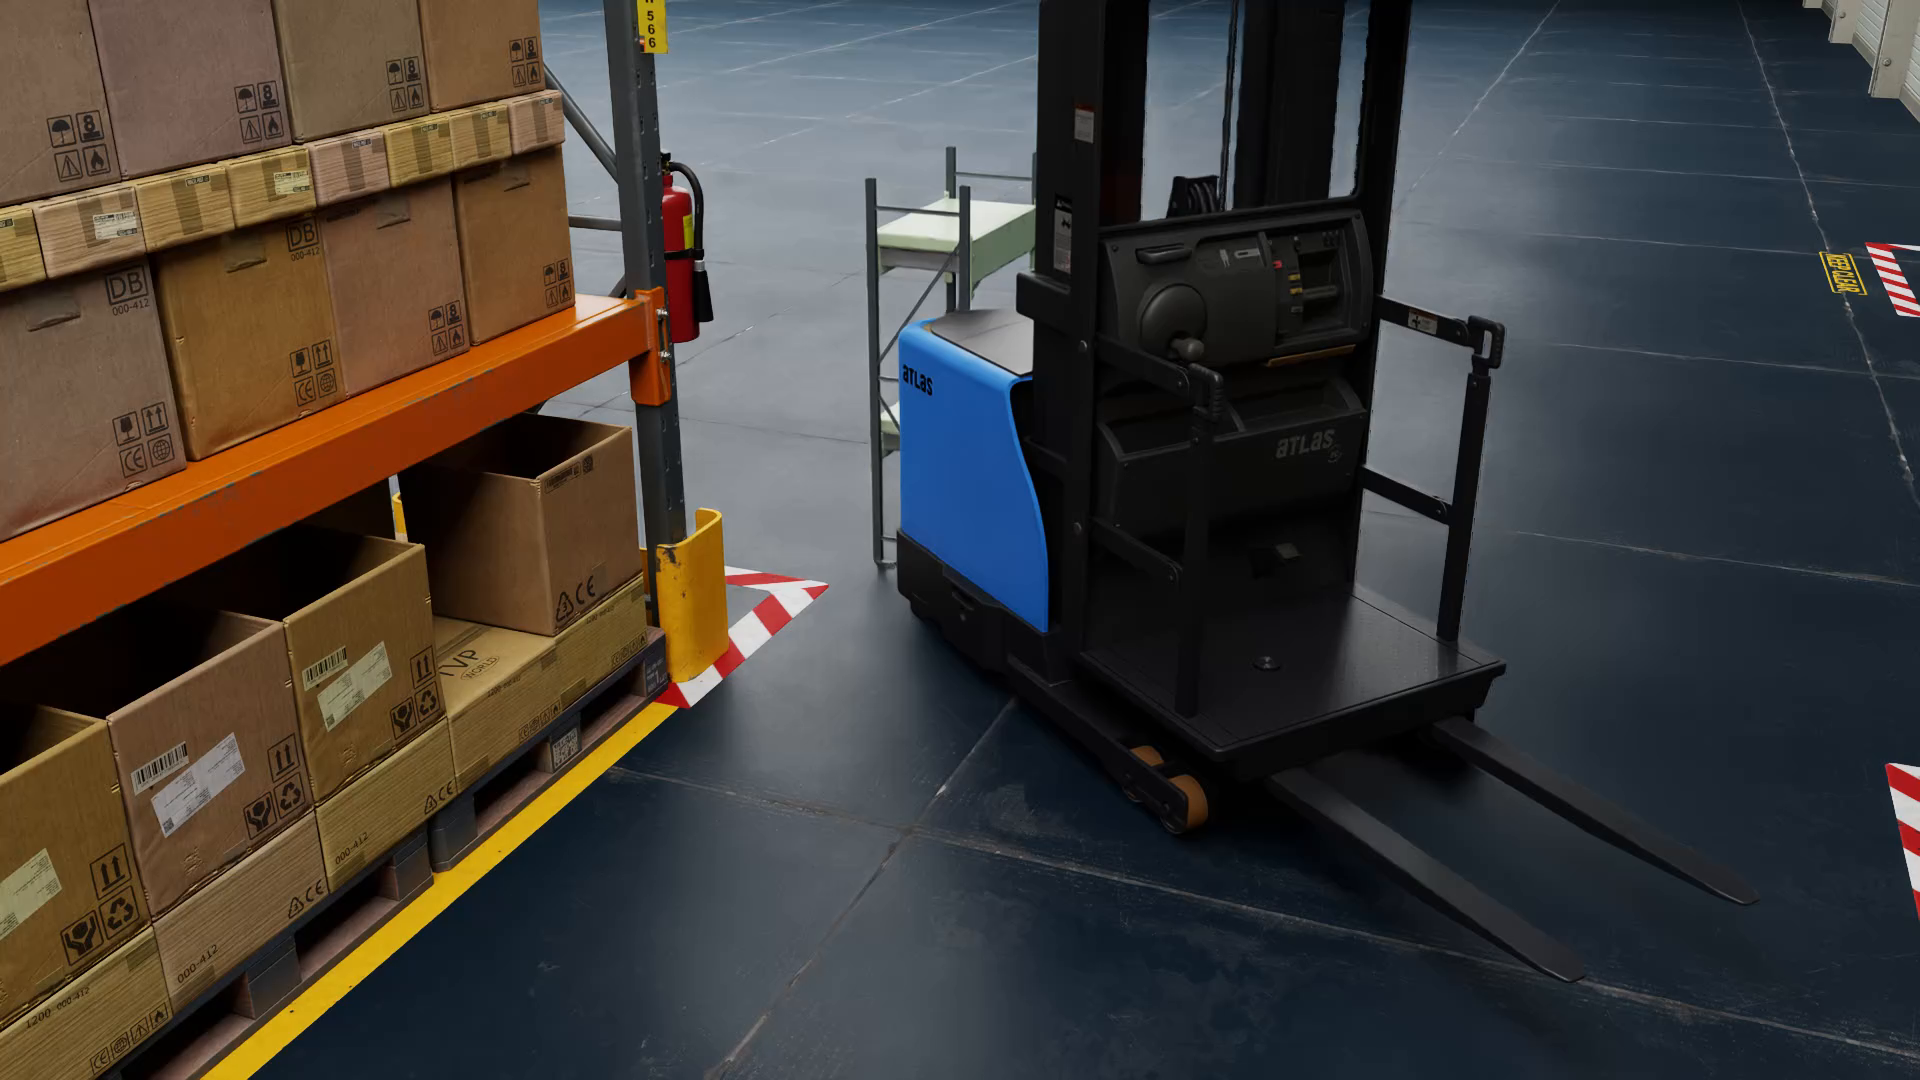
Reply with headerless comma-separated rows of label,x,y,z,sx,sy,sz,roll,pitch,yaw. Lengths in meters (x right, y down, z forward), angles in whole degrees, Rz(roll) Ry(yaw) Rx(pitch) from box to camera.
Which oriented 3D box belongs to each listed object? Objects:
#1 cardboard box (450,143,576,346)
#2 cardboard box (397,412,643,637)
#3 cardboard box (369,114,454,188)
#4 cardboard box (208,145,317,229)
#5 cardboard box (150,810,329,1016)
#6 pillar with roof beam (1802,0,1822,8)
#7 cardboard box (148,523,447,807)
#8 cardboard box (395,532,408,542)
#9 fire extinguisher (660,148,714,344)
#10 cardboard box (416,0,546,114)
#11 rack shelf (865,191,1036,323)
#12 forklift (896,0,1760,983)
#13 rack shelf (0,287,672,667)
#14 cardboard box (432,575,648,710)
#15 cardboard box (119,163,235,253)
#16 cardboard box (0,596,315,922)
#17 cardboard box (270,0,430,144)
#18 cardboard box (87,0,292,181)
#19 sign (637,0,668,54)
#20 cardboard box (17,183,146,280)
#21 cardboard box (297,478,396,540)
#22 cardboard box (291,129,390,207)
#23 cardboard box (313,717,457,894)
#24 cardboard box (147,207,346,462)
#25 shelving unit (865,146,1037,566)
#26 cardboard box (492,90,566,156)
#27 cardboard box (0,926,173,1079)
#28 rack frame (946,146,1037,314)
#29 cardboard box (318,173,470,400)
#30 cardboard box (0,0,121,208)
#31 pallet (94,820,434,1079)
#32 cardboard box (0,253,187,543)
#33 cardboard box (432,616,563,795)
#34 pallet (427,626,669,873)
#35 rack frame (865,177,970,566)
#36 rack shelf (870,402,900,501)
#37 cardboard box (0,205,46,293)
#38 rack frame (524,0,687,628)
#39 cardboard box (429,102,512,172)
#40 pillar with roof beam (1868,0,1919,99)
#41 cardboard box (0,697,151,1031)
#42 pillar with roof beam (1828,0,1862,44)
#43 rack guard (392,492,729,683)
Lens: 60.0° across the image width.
cardboard box,-1.591,-0.912,4.912,0.700,0.500,0.500,9,24,20
cardboard box,-1.329,-0.068,5.070,0.500,0.500,0.500,9,24,20
cardboard box,-1.562,-1.027,4.347,0.380,0.149,0.250,8,24,19
cardboard box,-1.755,-0.844,3.907,0.380,0.149,0.250,10,25,22
cardboard box,-1.877,0.816,3.926,0.500,0.250,0.500,9,24,20
pillar with roof beam,10.884,-14.069,28.757,9.100,9.000,0.400,9,24,20
cardboard box,-1.687,0.292,4.209,0.500,0.500,0.500,9,24,20
cardboard box,-1.812,0.204,5.393,0.500,0.250,0.500,9,24,20
fire extinguisher,-0.931,-0.971,5.284,0.296,0.674,0.183,9,24,20
cardboard box,-1.611,-1.492,4.617,0.700,0.500,0.500,9,24,20
rack shelf,-0.010,-1.069,6.351,0.431,0.370,0.720,9,24,21
forklift,0.930,-0.715,4.659,1.130,2.935,3.031,-12,26,-27
rack shelf,-2.149,0.016,3.753,1.077,0.370,4.000,9,24,20
cardboard box,-1.331,0.278,5.216,0.500,0.250,0.500,9,24,20
cardboard box,-1.851,-0.749,3.681,0.380,0.149,0.250,9,24,22
cardboard box,-1.874,0.471,3.781,0.500,0.500,0.500,9,24,20
cardboard box,-1.801,-1.303,4.165,0.700,0.500,0.500,8,24,19
cardboard box,-1.988,-1.122,3.733,0.700,0.500,0.500,9,24,20
sign,-0.907,-1.592,4.861,0.100,0.325,0.005,9,24,20
cardboard box,-1.945,-0.657,3.461,0.380,0.149,0.250,8,24,19
cardboard box,-1.996,0.037,4.820,0.500,0.500,0.500,9,24,20
cardboard box,-1.657,-0.938,4.132,0.380,0.149,0.250,9,24,21
cardboard box,-1.690,0.638,4.354,0.500,0.250,0.500,9,24,20
cardboard box,-1.972,-0.547,4.038,0.700,0.500,0.500,9,24,20
shelving unit,-0.010,-0.709,6.502,0.431,1.500,0.755,9,24,21
cardboard box,-1.371,-1.213,4.790,0.380,0.149,0.250,8,24,19
cardboard box,-2.057,0.996,3.496,0.500,0.250,0.500,9,24,20
rack frame,0.132,-0.839,6.813,0.400,1.500,0.023,9,24,21
cardboard box,-1.782,-0.724,4.461,0.700,0.500,0.500,9,24,21
cardboard box,-2.174,-0.943,3.303,0.700,0.500,0.500,9,24,20
pallet,-2.106,0.970,4.154,1.003,0.211,1.213,9,24,20
cardboard box,-2.164,-0.358,3.585,0.700,0.500,0.500,10,24,22
cardboard box,-1.505,0.459,4.783,0.500,0.250,0.500,9,24,20
pallet,-1.651,0.535,5.195,1.003,0.211,1.213,9,24,20
rack frame,-0.152,-0.579,6.190,0.400,1.500,0.023,9,24,21
rack shelf,-0.010,-0.408,6.627,0.431,0.370,0.720,9,24,21
cardboard box,-2.040,-0.569,3.248,0.380,0.149,0.250,9,24,20
rack frame,-1.406,-1.031,5.327,1.000,3.000,0.127,9,24,20
cardboard box,-1.467,-1.119,4.566,0.380,0.149,0.250,9,24,21
pillar with roof beam,6.427,-9.775,18.477,9.100,9.000,0.400,9,24,20
cardboard box,-2.058,0.650,3.352,0.500,0.500,0.500,9,24,20
pillar with roof beam,8.656,-11.922,23.617,9.100,9.000,0.400,9,24,20
rack guard,-1.397,0.113,5.830,1.175,0.500,0.348,9,24,20
